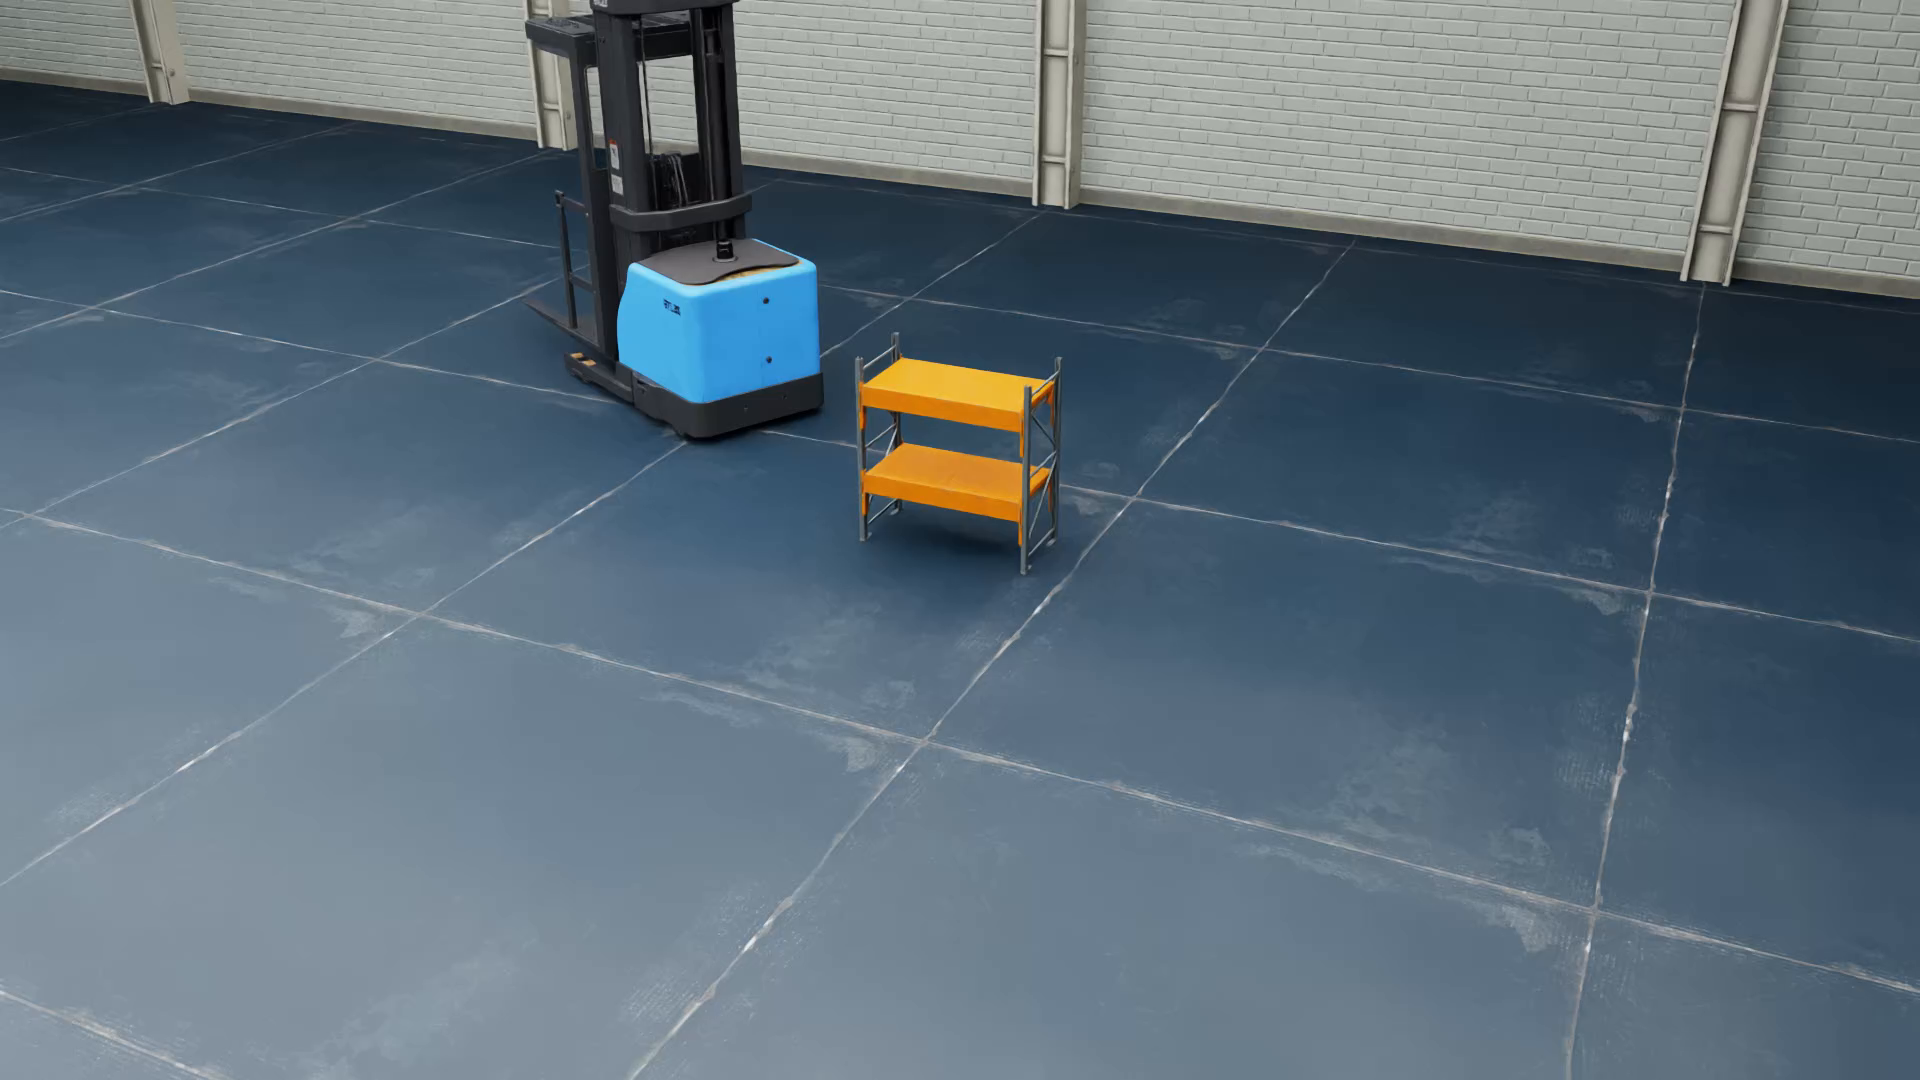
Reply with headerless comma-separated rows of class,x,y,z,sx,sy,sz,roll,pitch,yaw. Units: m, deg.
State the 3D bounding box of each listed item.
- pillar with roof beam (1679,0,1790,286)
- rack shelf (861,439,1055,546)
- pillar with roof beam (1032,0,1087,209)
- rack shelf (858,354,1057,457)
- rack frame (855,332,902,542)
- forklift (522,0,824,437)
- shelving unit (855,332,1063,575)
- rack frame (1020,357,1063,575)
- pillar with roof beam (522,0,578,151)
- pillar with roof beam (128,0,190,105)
pillar with roof beam,4.636,-4.557,8.818,0.400,9.000,9.100,11,28,22
rack shelf,-0.006,-0.287,9.612,1.000,0.278,0.538,11,28,22
pillar with roof beam,-0.826,-5.654,11.047,0.400,9.000,9.100,11,28,22
rack shelf,-0.006,-0.768,9.375,1.000,0.278,0.538,11,28,22
rack frame,-0.469,-0.599,9.693,0.032,1.125,0.500,11,28,22
forklift,-2.247,-2.574,11.661,1.130,2.935,3.031,-19,32,-34
shelving unit,-0.006,-0.506,9.504,1.048,1.125,0.538,11,28,22
rack frame,0.457,-0.413,9.315,0.032,1.125,0.500,11,28,22
pillar with roof beam,-6.288,-6.751,13.275,0.400,9.000,9.100,11,28,22
pillar with roof beam,-11.749,-7.848,15.503,0.400,9.000,9.100,11,28,22
